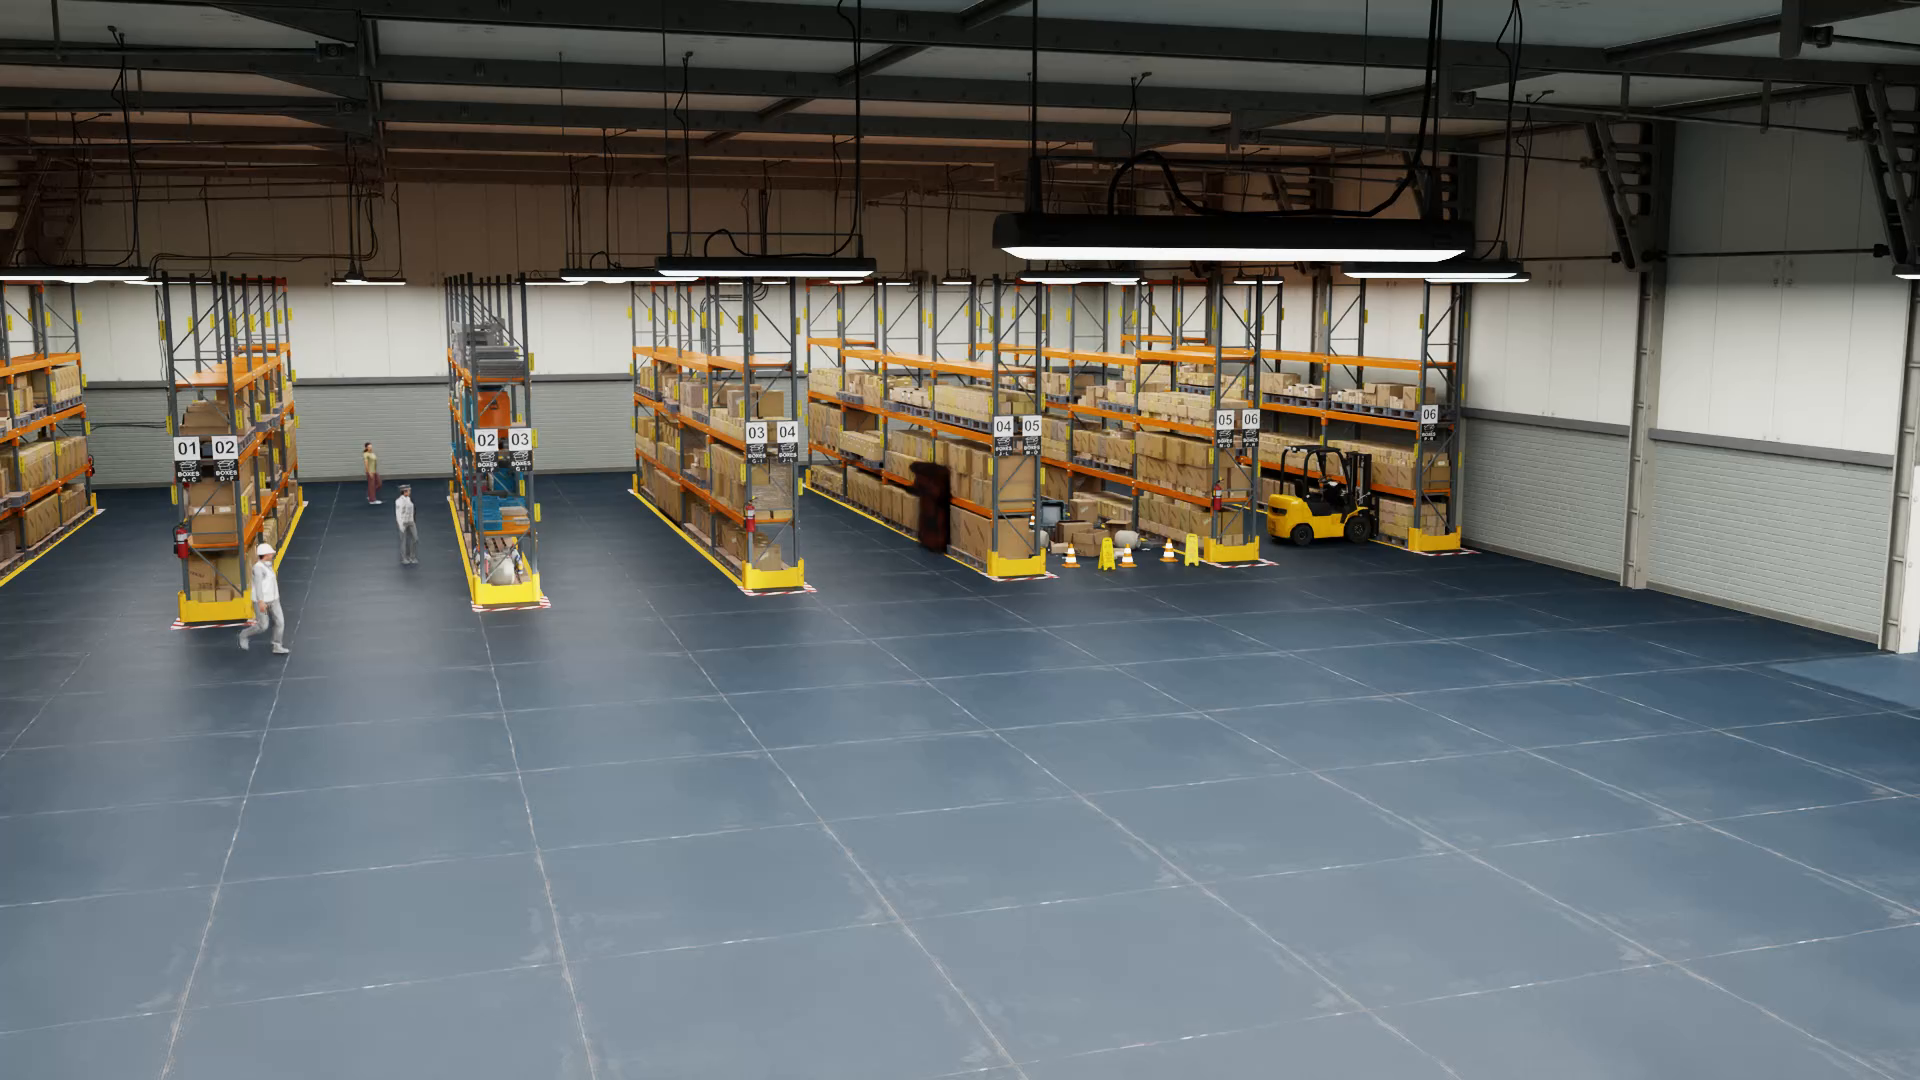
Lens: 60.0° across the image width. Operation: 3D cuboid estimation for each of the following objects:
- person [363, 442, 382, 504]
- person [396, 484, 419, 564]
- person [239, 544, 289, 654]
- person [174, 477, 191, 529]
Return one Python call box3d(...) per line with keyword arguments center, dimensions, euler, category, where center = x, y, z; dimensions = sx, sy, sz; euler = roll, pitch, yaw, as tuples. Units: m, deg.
box3d(center=(-15.650, -1.774, 44.314), dimensions=(0.402, 1.681, 0.465), euler=(-1, 9, -4), category="person")
box3d(center=(-11.611, -0.308, 34.821), dimensions=(0.413, 1.721, 0.486), euler=(7, 11, 40), category="person")
box3d(center=(-10.980, 0.926, 26.124), dimensions=(0.740, 1.742, 0.514), euler=(3, 9, 19), category="person")
box3d(center=(-18.632, -1.145, 40.221), dimensions=(0.674, 1.740, 0.936), euler=(-3, 9, -17), category="person")
